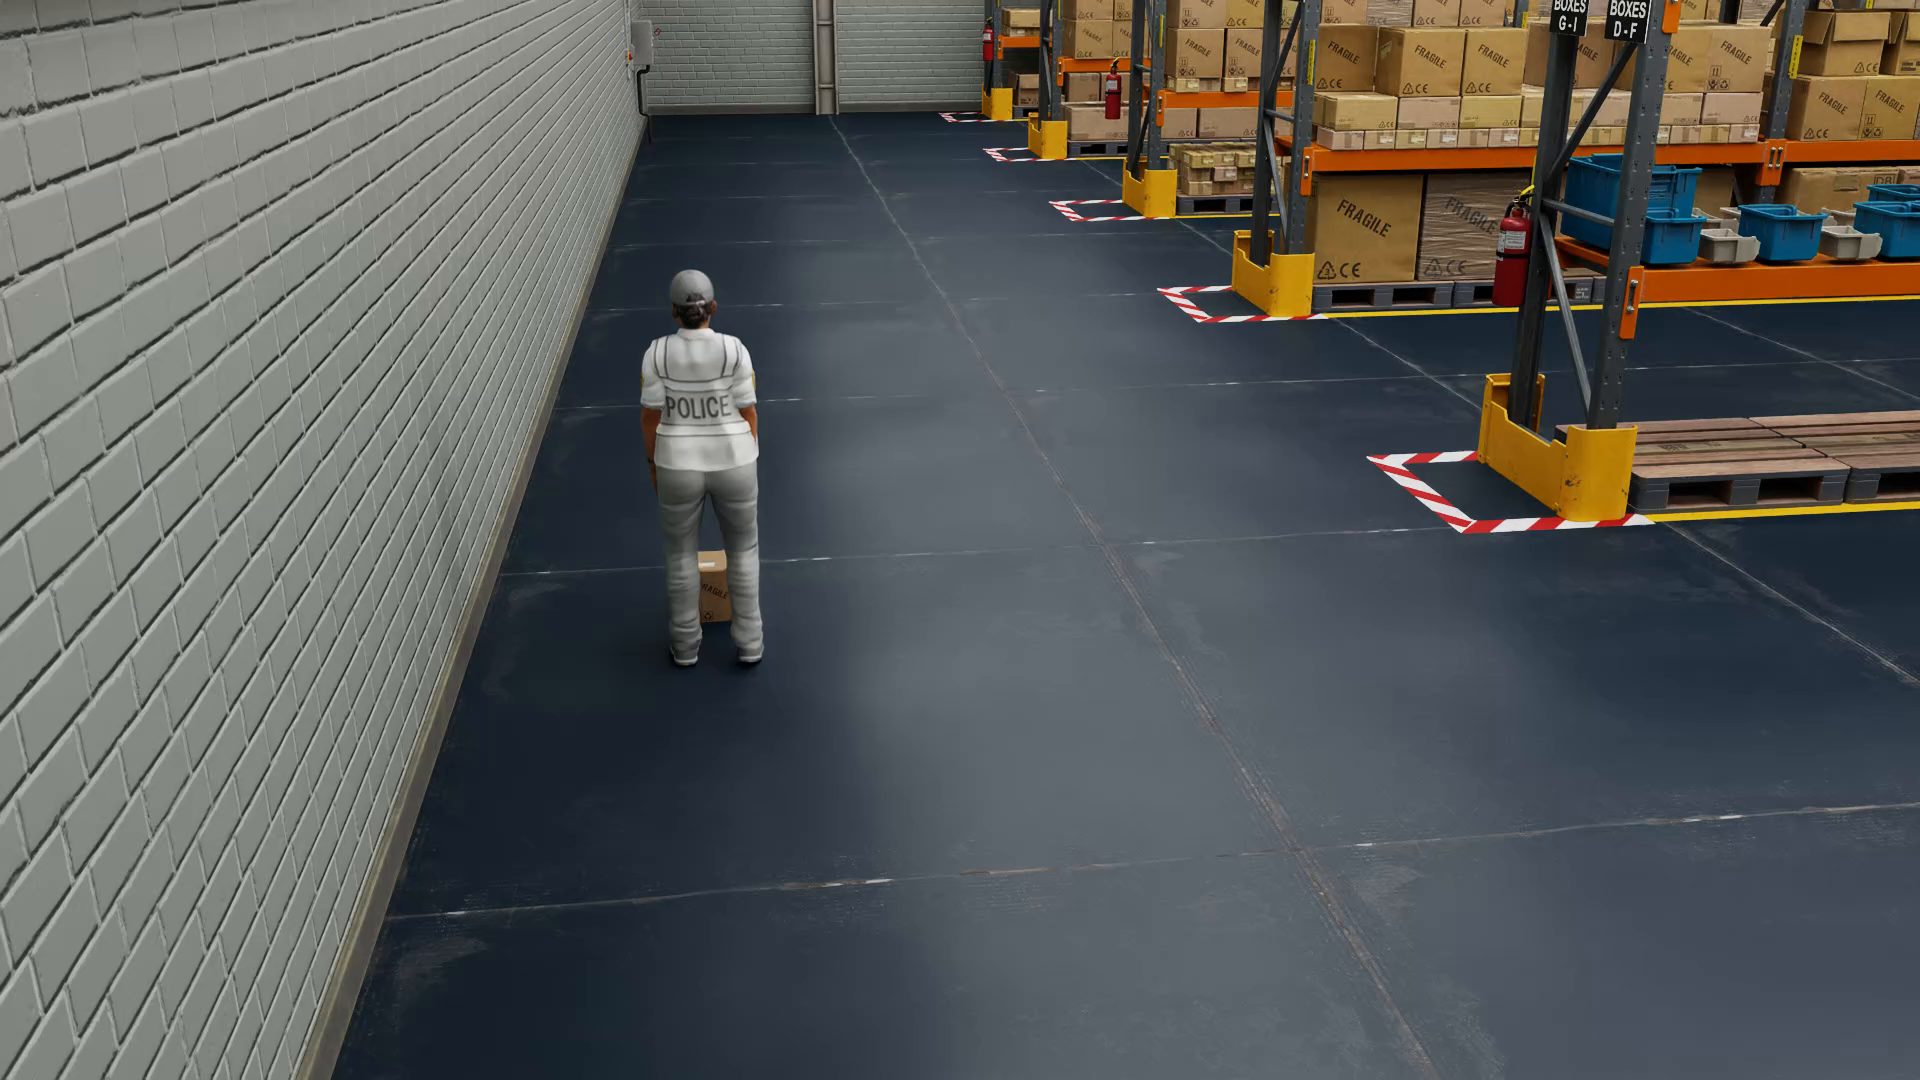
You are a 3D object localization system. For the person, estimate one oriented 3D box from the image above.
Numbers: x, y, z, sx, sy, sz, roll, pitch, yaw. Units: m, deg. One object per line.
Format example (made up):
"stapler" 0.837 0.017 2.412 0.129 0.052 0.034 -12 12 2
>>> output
"person" -1.065 -0.284 6.874 0.468 1.670 0.390 -2 20 -6
